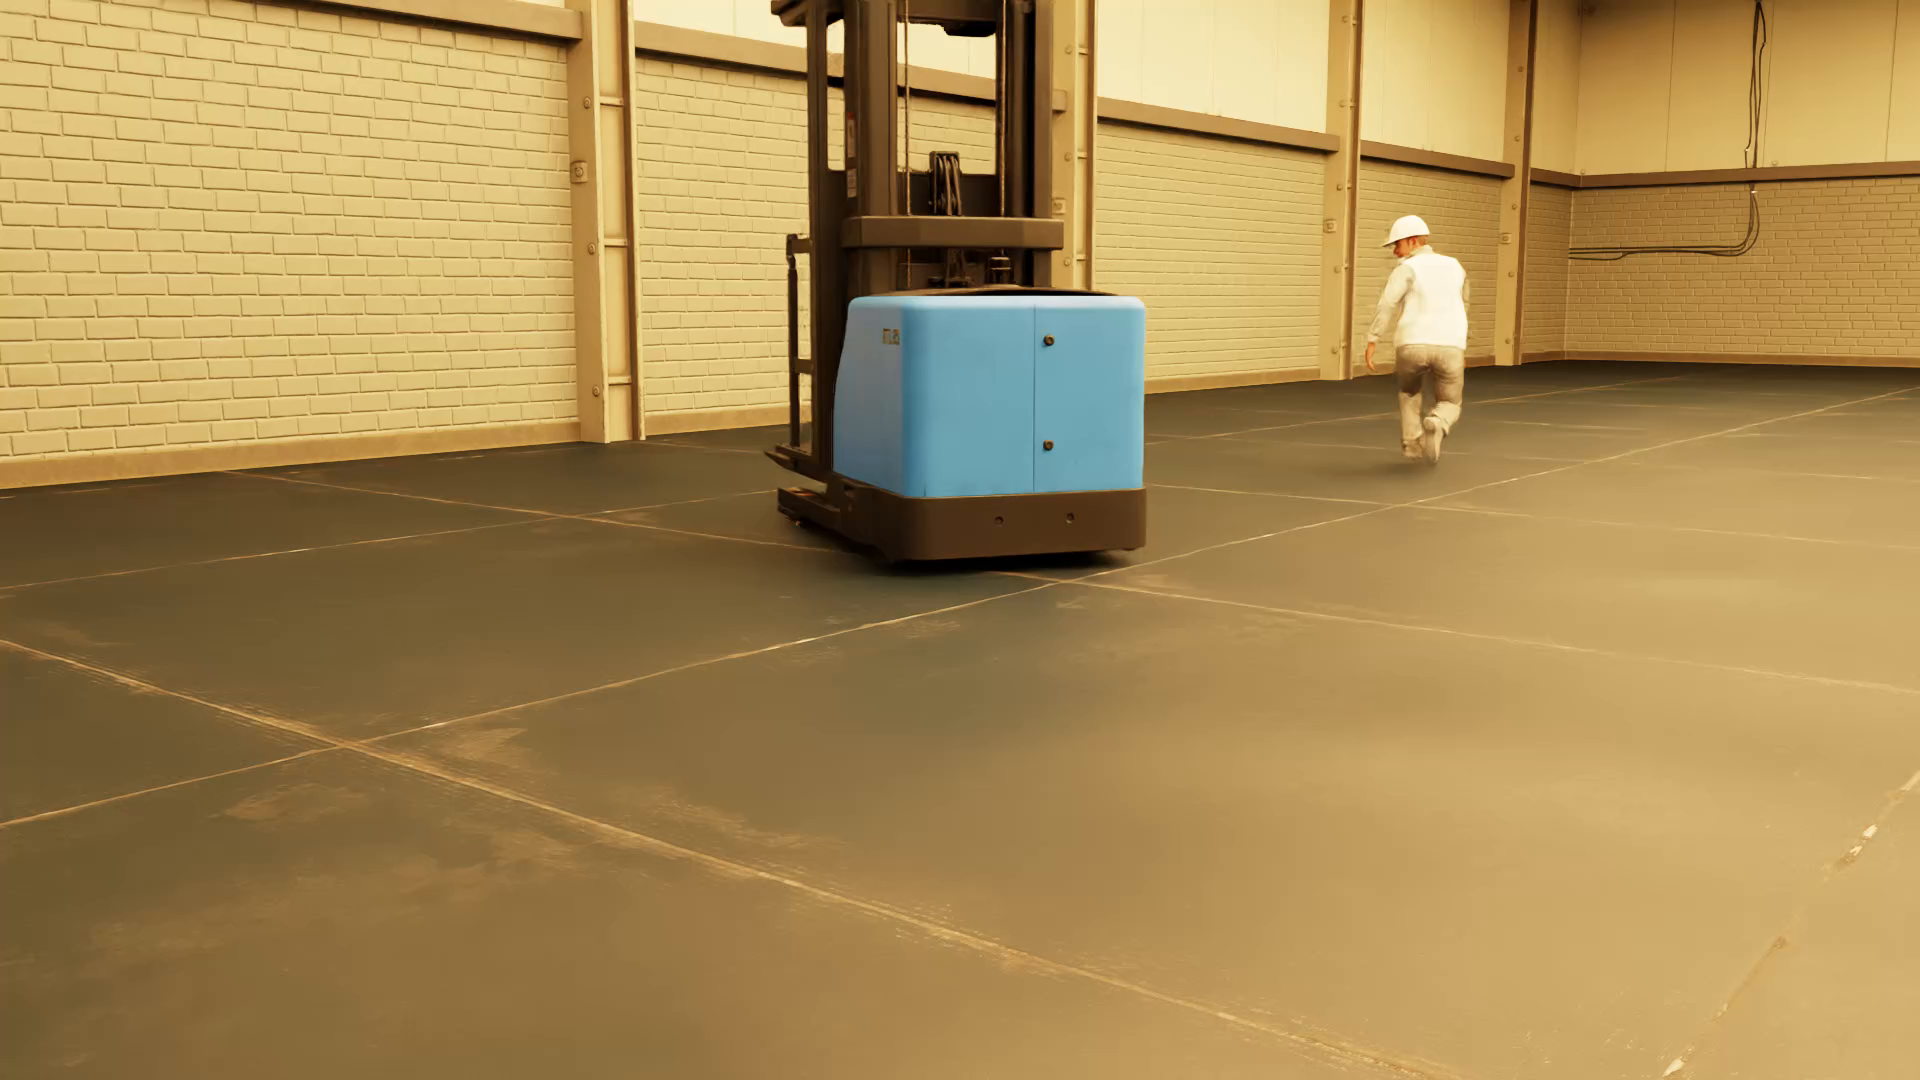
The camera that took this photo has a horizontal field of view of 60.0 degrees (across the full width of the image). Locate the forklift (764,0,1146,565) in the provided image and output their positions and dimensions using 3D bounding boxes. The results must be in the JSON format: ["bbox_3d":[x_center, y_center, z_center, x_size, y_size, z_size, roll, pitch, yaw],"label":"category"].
[{"bbox_3d":[-0.235,-1.528,7.727,1.130,2.935,3.031,-3,9,-20],"label":"forklift"}]

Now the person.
[{"bbox_3d":[2.897,-1.265,10.475,0.688,1.544,0.703,1,8,5],"label":"person"}]
